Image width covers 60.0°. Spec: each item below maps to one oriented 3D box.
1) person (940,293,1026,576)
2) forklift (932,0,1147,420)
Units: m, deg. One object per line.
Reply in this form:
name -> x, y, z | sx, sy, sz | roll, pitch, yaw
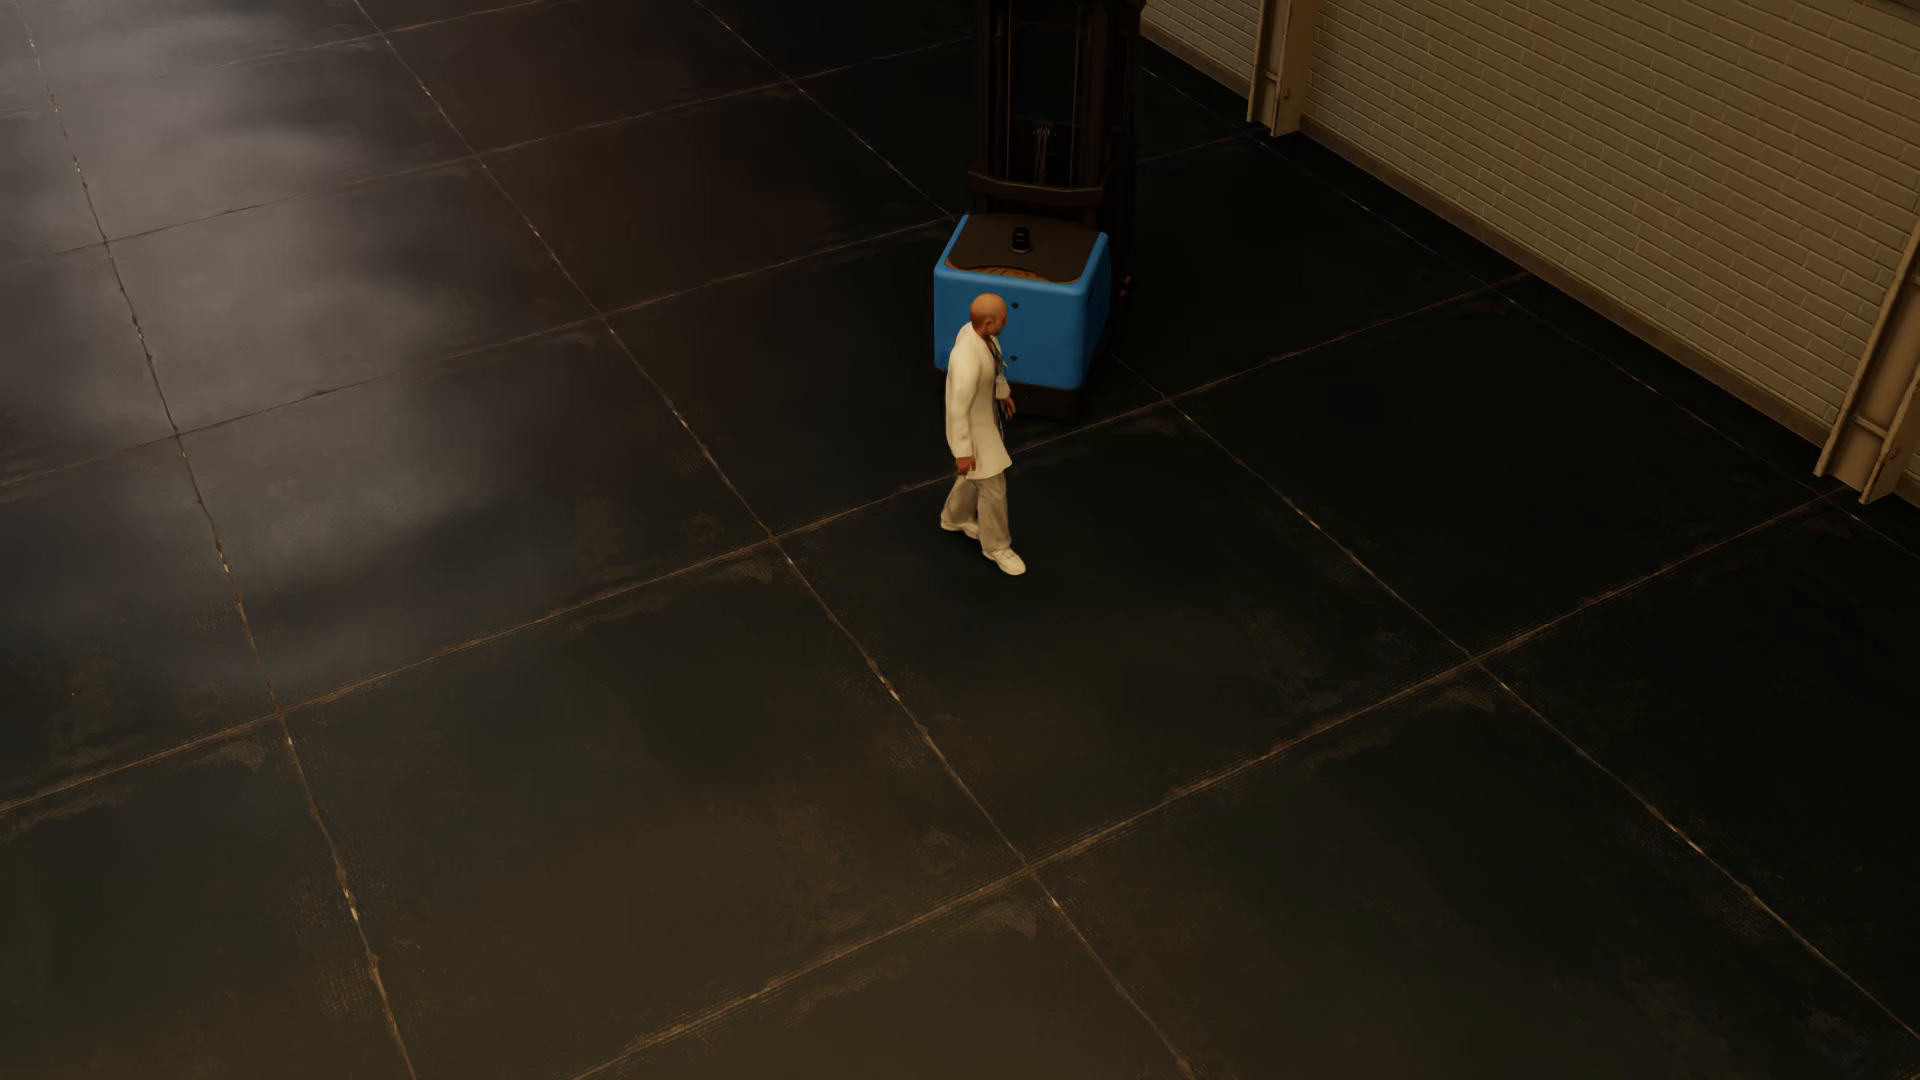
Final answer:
person -> 0.152, -0.671, 9.768 | 0.599, 1.760, 0.727 | 6, 40, 8
forklift -> 0.689, -2.886, 11.515 | 1.130, 2.935, 3.031 | 10, 41, 12
